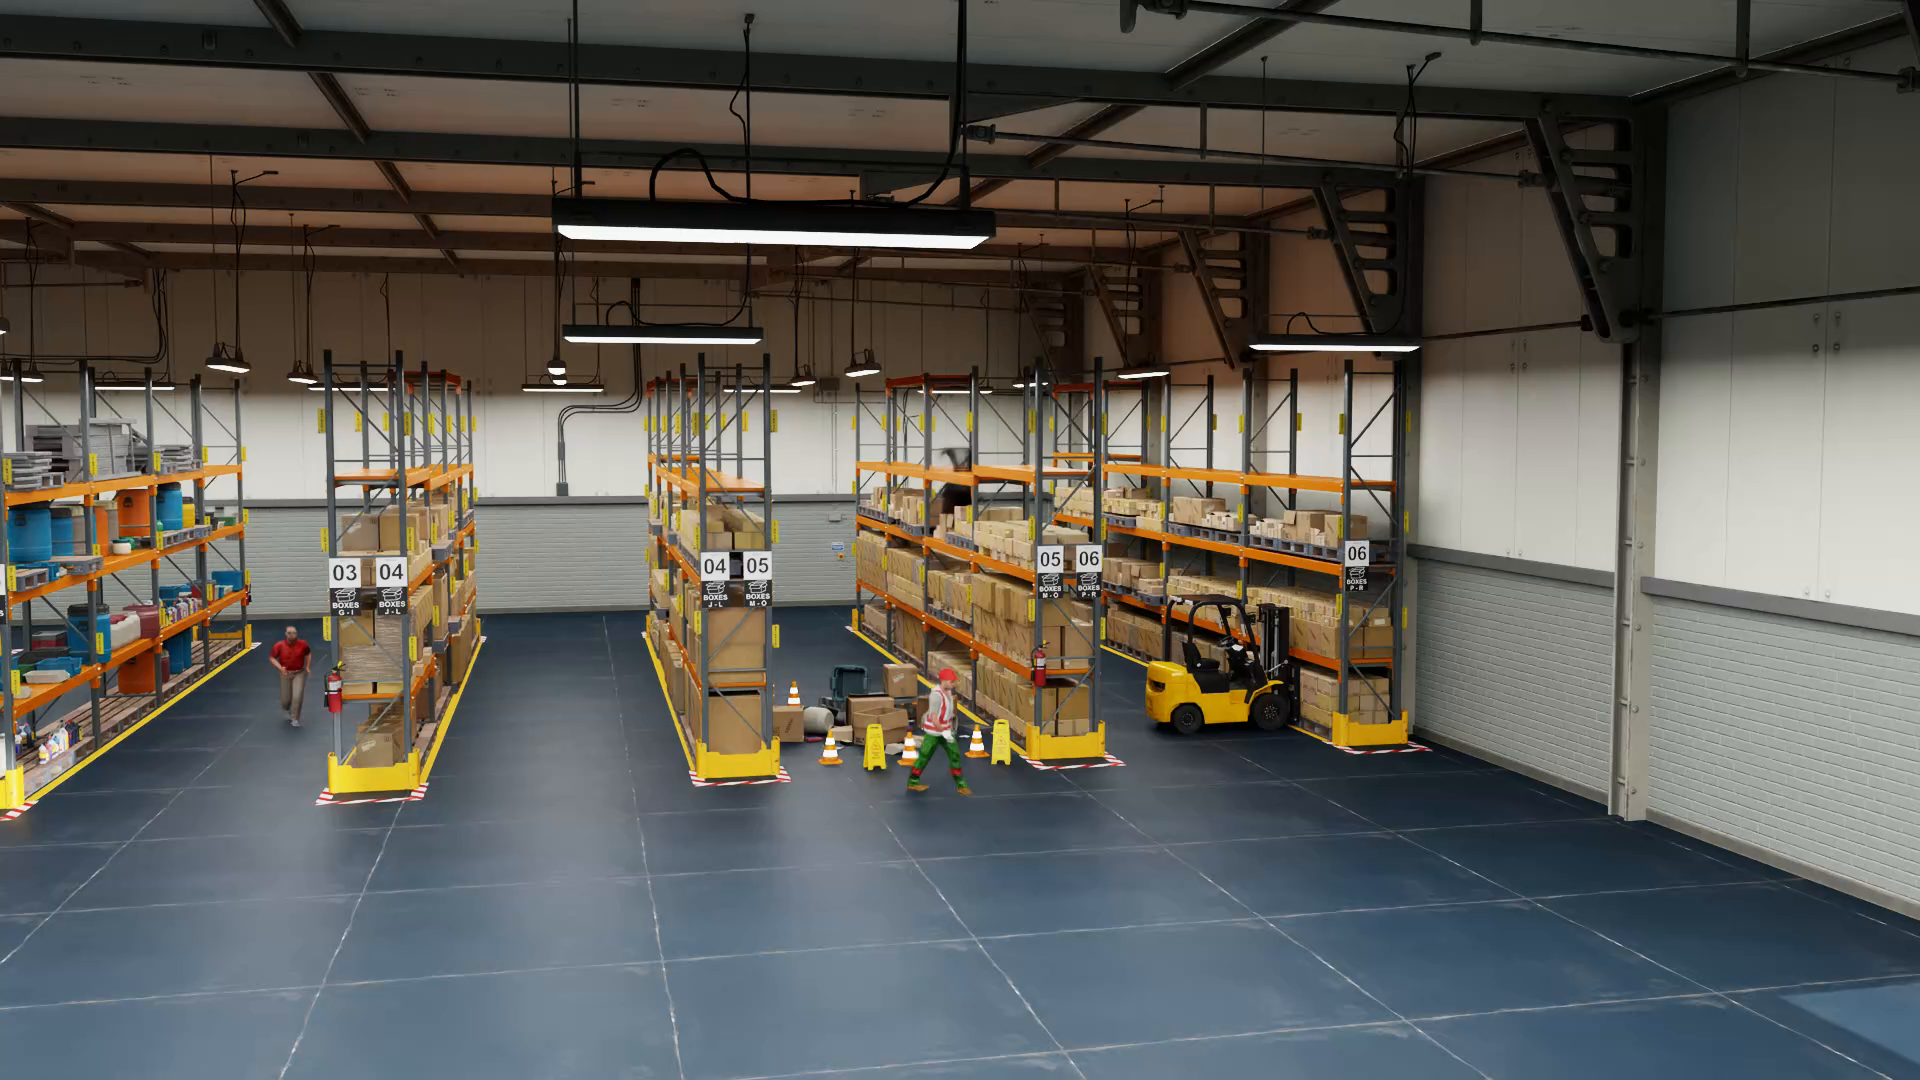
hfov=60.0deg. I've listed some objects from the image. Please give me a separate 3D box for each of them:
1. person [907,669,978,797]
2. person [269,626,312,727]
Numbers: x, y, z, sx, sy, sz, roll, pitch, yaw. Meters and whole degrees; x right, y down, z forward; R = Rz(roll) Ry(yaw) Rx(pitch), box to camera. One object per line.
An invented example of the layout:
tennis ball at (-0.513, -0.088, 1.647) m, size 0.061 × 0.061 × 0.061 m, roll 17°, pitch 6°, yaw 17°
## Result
person at (-0.292, 2.595, 22.384) m, size 0.903 × 1.779 × 0.635 m, roll 3°, pitch 5°, yaw 35°
person at (-11.138, 2.253, 27.688) m, size 0.659 × 1.678 × 0.776 m, roll -2°, pitch 4°, yaw -24°
